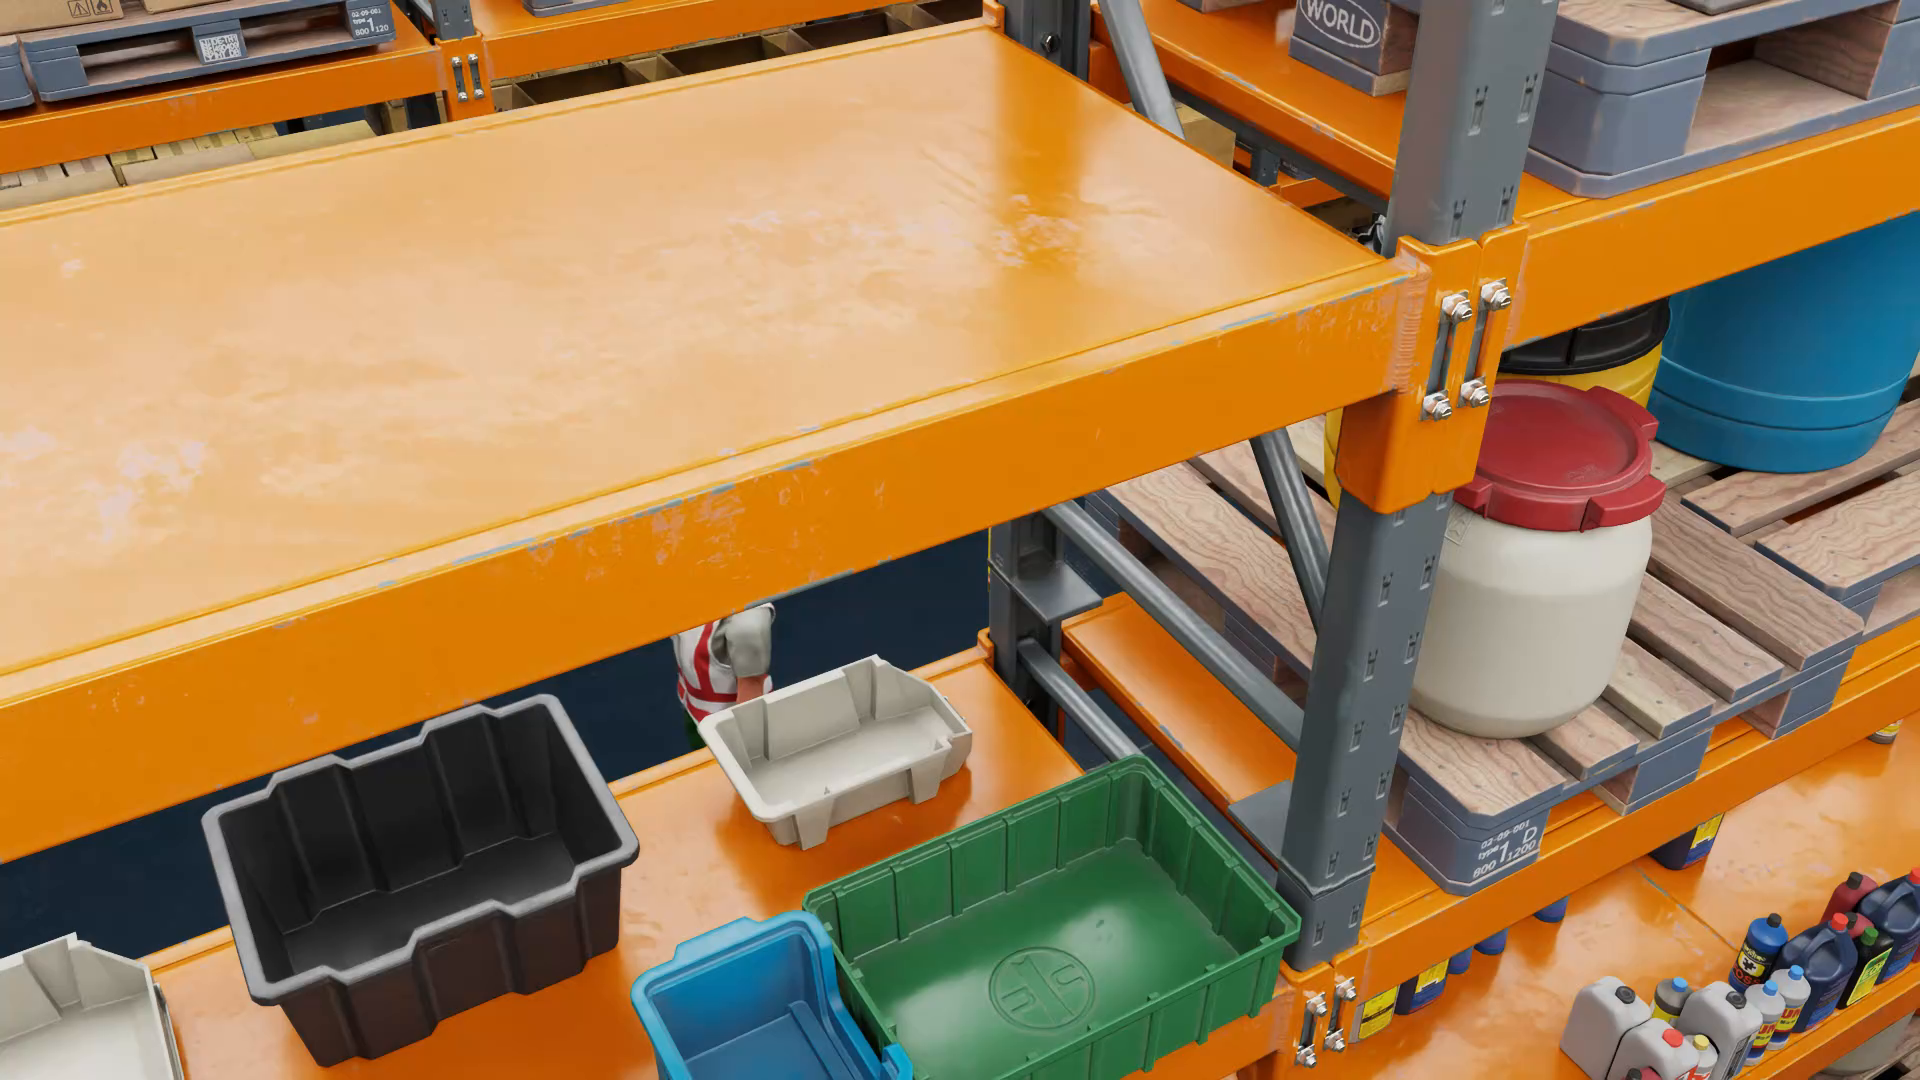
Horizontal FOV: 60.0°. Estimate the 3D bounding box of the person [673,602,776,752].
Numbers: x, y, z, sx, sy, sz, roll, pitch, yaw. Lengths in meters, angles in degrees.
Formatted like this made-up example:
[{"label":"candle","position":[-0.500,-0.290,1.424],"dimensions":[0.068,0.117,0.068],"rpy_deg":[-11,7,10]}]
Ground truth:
[{"label":"person","position":[-0.856,0.619,6.080],"dimensions":[0.351,1.777,0.528],"rpy_deg":[-18,40,-23]}]
